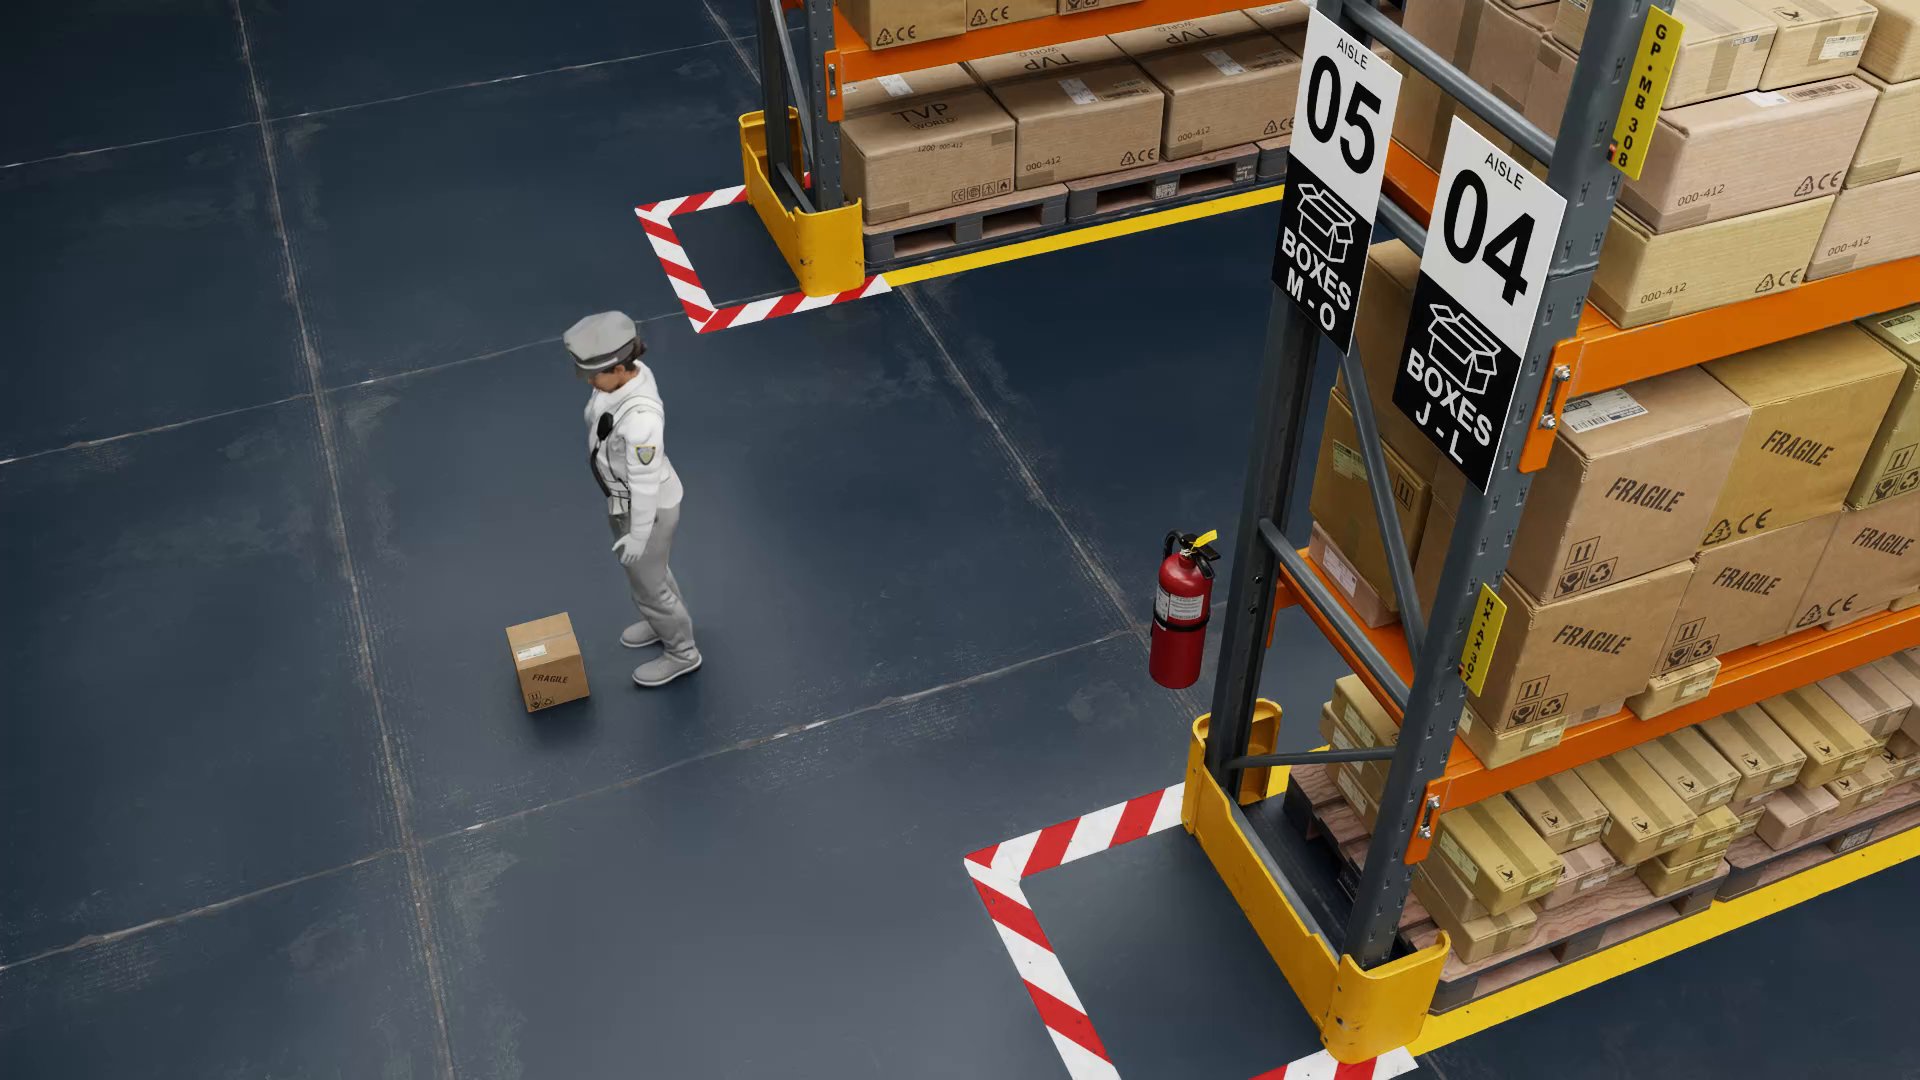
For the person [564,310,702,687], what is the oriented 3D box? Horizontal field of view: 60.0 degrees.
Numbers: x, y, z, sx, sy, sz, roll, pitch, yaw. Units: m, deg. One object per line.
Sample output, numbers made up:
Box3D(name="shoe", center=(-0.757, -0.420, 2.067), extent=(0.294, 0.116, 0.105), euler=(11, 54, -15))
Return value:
Box3D(name="person", center=(-1.214, -0.130, 6.313), extent=(0.327, 1.661, 0.475), euler=(-15, 44, -16))
